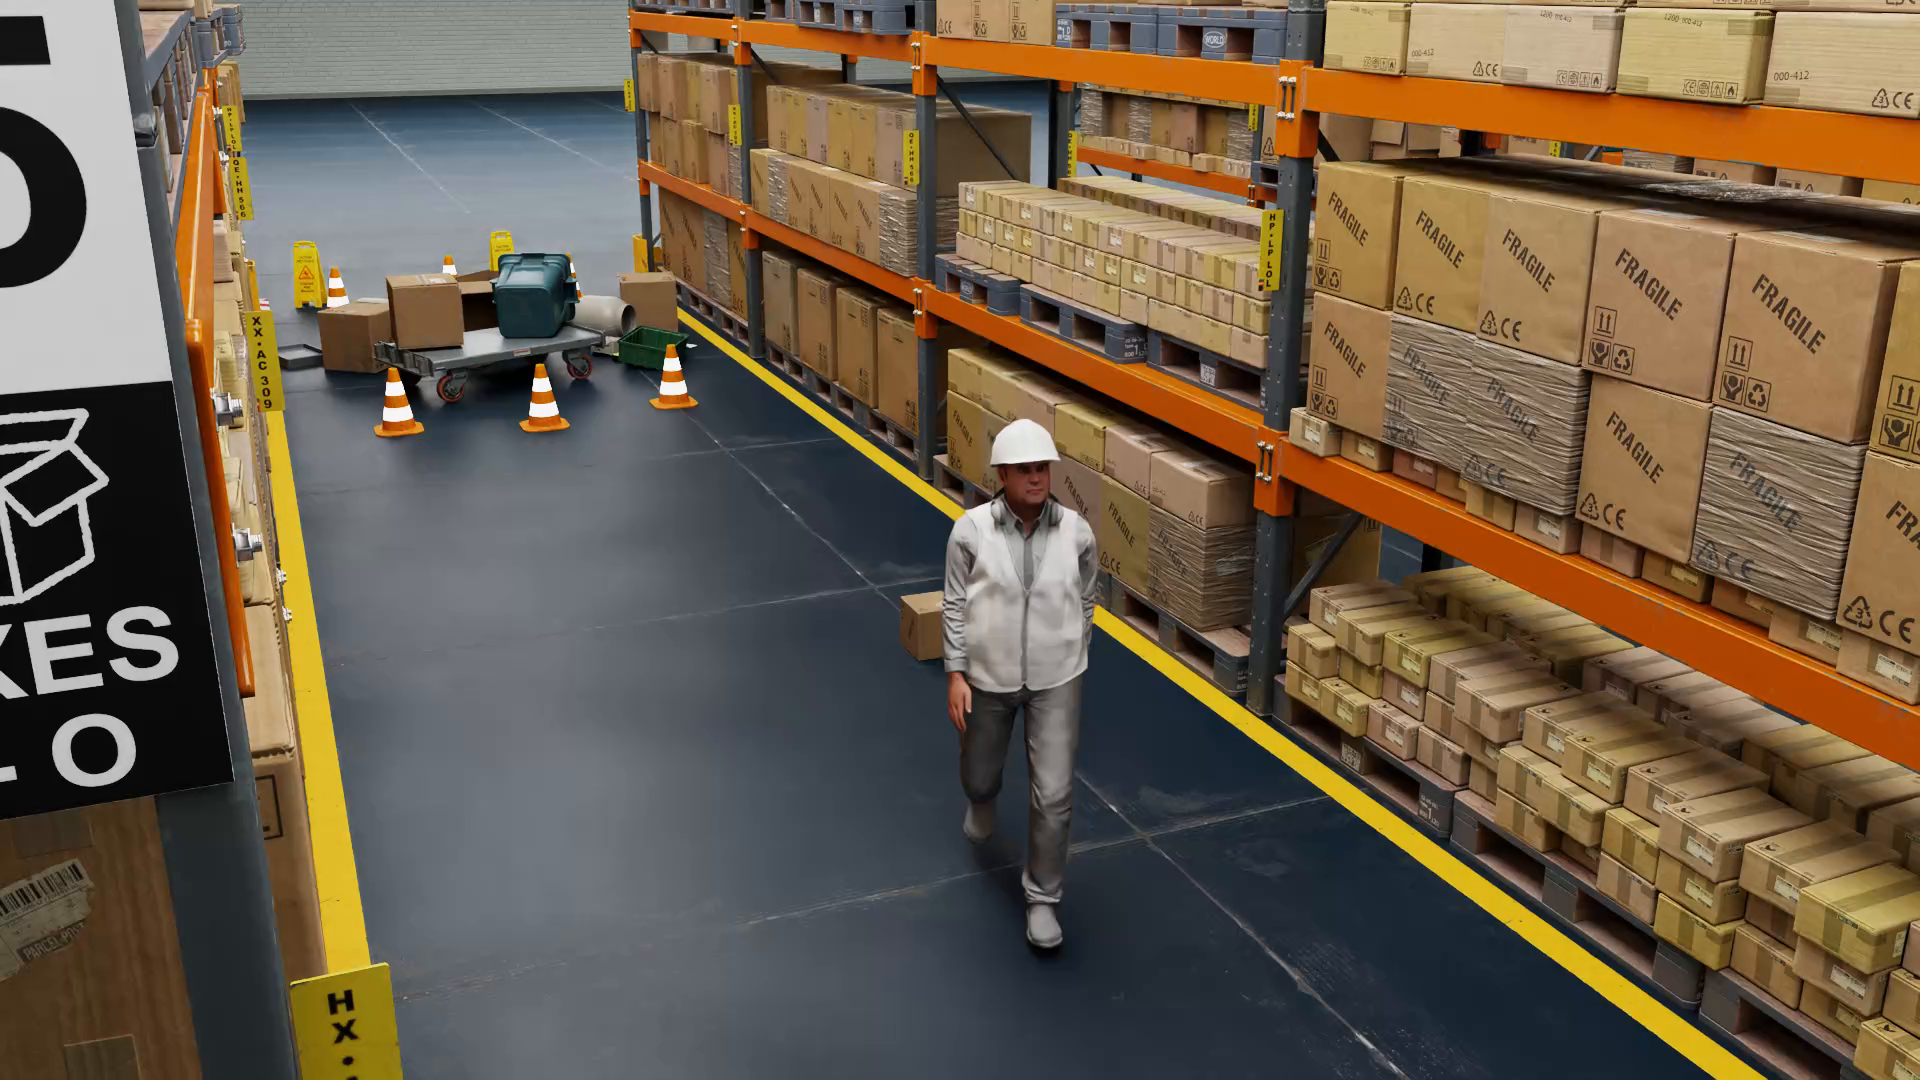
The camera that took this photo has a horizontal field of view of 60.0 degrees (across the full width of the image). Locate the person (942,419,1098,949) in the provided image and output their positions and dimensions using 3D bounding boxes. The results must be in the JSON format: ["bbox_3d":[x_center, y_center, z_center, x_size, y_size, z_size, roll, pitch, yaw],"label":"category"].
[{"bbox_3d":[0.202,0.434,5.722,0.530,1.735,0.931,-1,19,-2],"label":"person"}]
